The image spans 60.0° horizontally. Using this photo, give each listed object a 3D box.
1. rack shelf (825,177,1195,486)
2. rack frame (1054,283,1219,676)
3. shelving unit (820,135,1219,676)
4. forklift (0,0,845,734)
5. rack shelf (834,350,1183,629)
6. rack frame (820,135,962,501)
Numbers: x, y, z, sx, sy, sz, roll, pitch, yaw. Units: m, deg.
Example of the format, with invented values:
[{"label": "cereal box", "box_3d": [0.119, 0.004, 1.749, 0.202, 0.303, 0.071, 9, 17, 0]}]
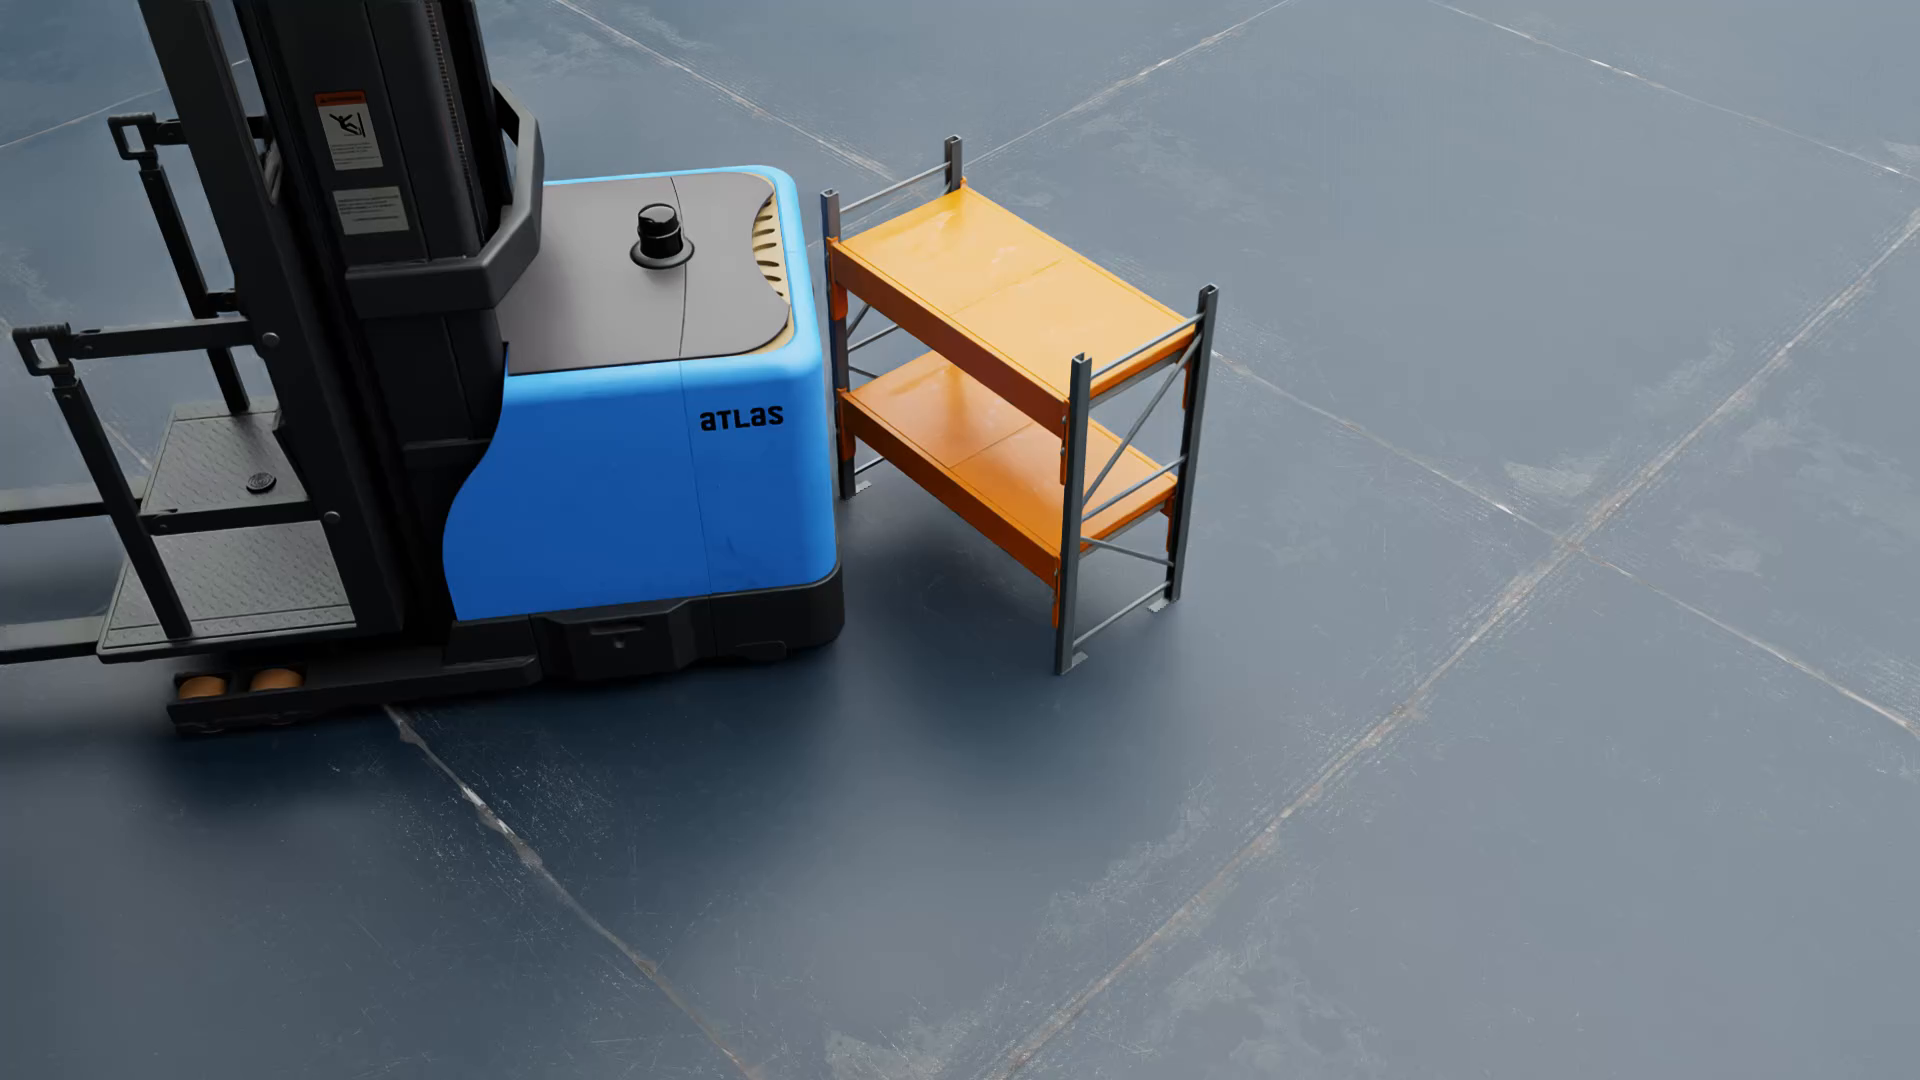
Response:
[{"label": "rack shelf", "box_3d": [0.140, -0.613, 4.653, 0.538, 0.278, 1.000, -30, 51, -29]}, {"label": "rack frame", "box_3d": [0.472, -0.136, 4.569, 0.500, 1.125, 0.032, -30, 51, -29]}, {"label": "shelving unit", "box_3d": [0.140, -0.398, 4.852, 0.538, 1.125, 1.048, -30, 51, -29]}, {"label": "forklift", "box_3d": [-1.900, -0.921, 4.087, 3.031, 2.935, 1.130, -6, 43, -6]}, {"label": "rack shelf", "box_3d": [0.140, -0.218, 5.017, 0.538, 0.278, 1.000, -30, 51, -29]}, {"label": "rack frame", "box_3d": [-0.192, -0.659, 5.134, 0.500, 1.125, 0.032, -30, 51, -29]}]
